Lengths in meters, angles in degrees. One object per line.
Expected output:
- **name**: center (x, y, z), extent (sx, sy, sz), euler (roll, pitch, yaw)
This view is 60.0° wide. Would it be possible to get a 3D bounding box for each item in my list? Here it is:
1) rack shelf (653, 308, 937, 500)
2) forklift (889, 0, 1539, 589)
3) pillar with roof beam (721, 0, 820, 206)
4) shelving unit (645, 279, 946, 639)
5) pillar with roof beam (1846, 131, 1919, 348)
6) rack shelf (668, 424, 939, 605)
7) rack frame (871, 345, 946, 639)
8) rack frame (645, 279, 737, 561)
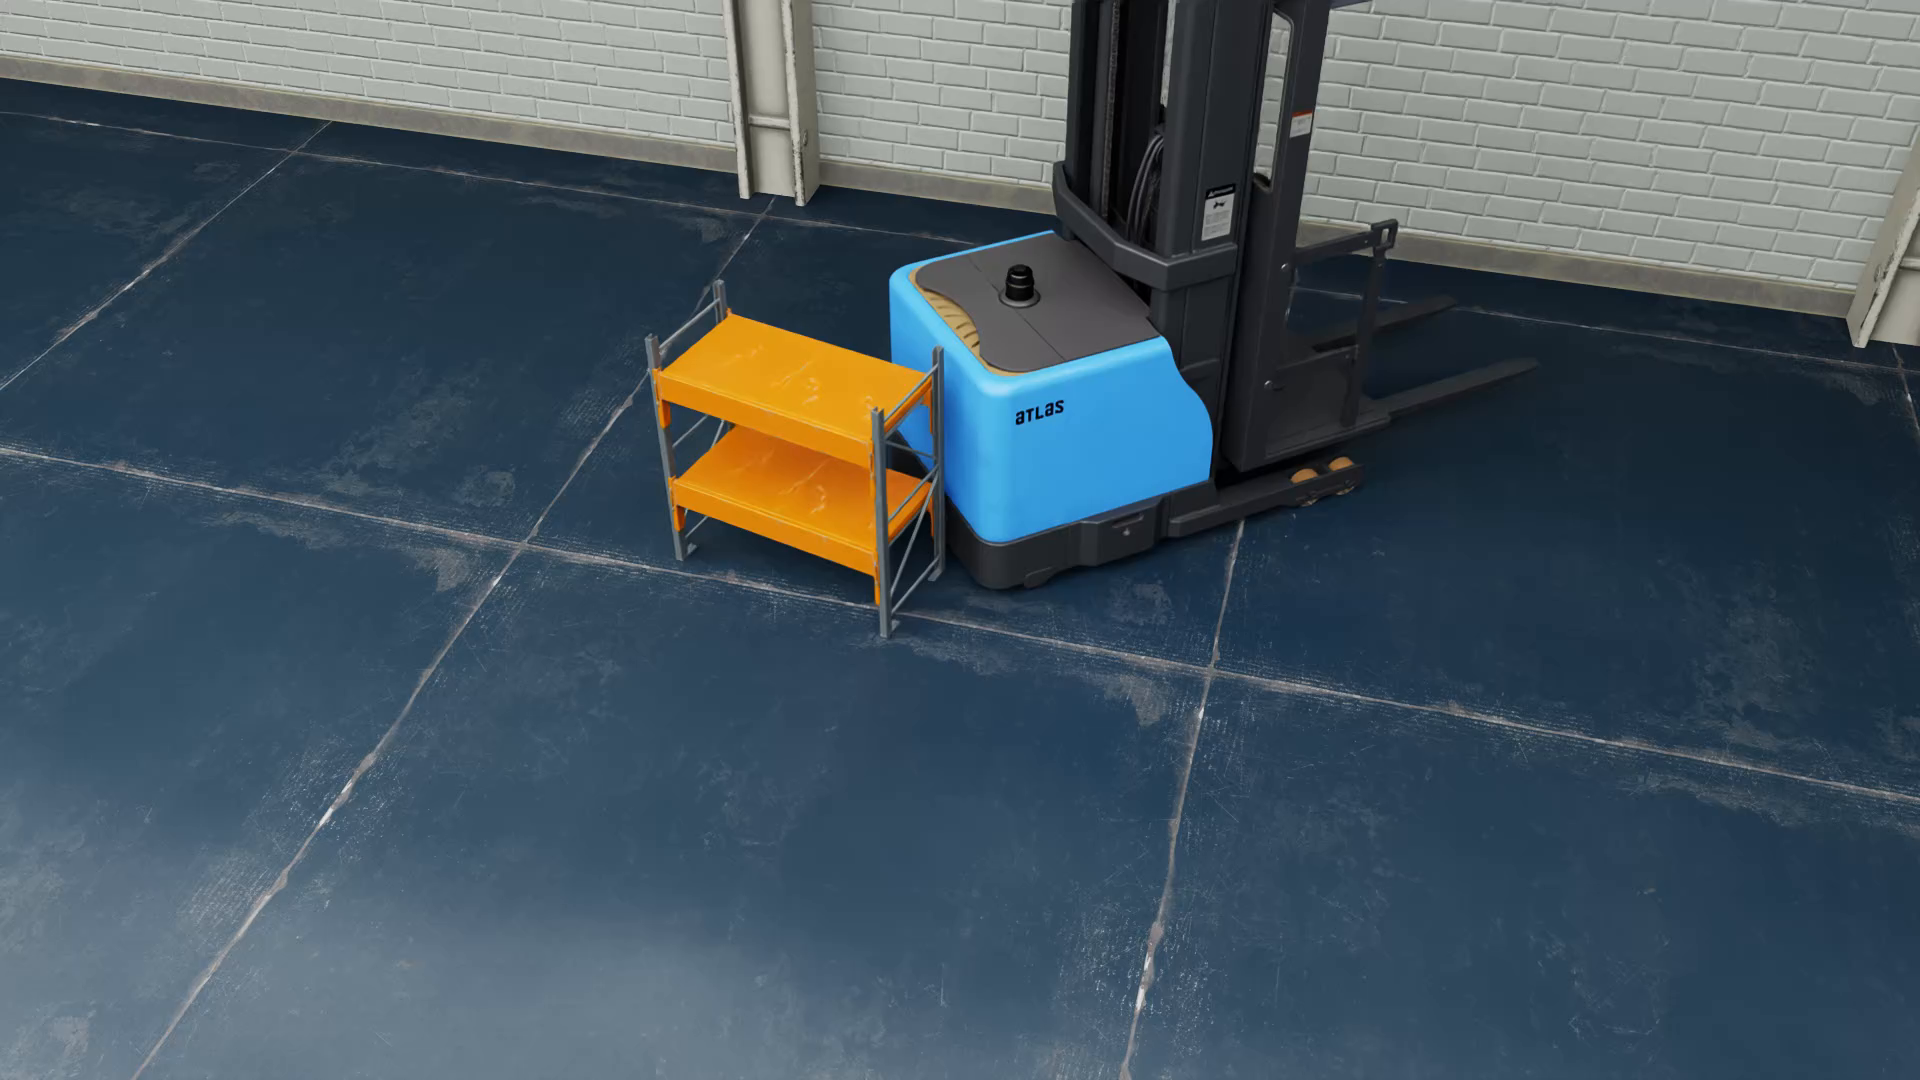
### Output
- **rack shelf**: center (-0.641, -0.554, 6.579), extent (1.000, 0.278, 0.538), euler (19, 44, 21)
- **forklift**: center (1.247, -1.564, 6.833), extent (3.031, 2.935, 1.130), euler (-17, 43, -19)
- **pillar with roof beam**: center (-2.154, -2.812, 3.601), extent (0.400, 9.000, 9.100), euler (10, 41, 11)
- **shelving unit**: center (-0.641, -0.330, 6.768), extent (1.048, 1.125, 0.538), euler (19, 44, 21)
- **pillar with roof beam**: center (3.642, -1.814, 2.413), extent (0.400, 9.000, 9.100), euler (10, 41, 11)
- **rack shelf**: center (-0.641, -0.142, 6.925), extent (1.000, 0.278, 0.538), euler (19, 44, 21)
- **rack frame**: center (-0.193, -0.174, 6.583), extent (0.032, 1.125, 0.500), euler (19, 44, 21)
- **rack frame**: center (-1.088, -0.485, 6.953), extent (0.032, 1.125, 0.500), euler (19, 44, 21)
